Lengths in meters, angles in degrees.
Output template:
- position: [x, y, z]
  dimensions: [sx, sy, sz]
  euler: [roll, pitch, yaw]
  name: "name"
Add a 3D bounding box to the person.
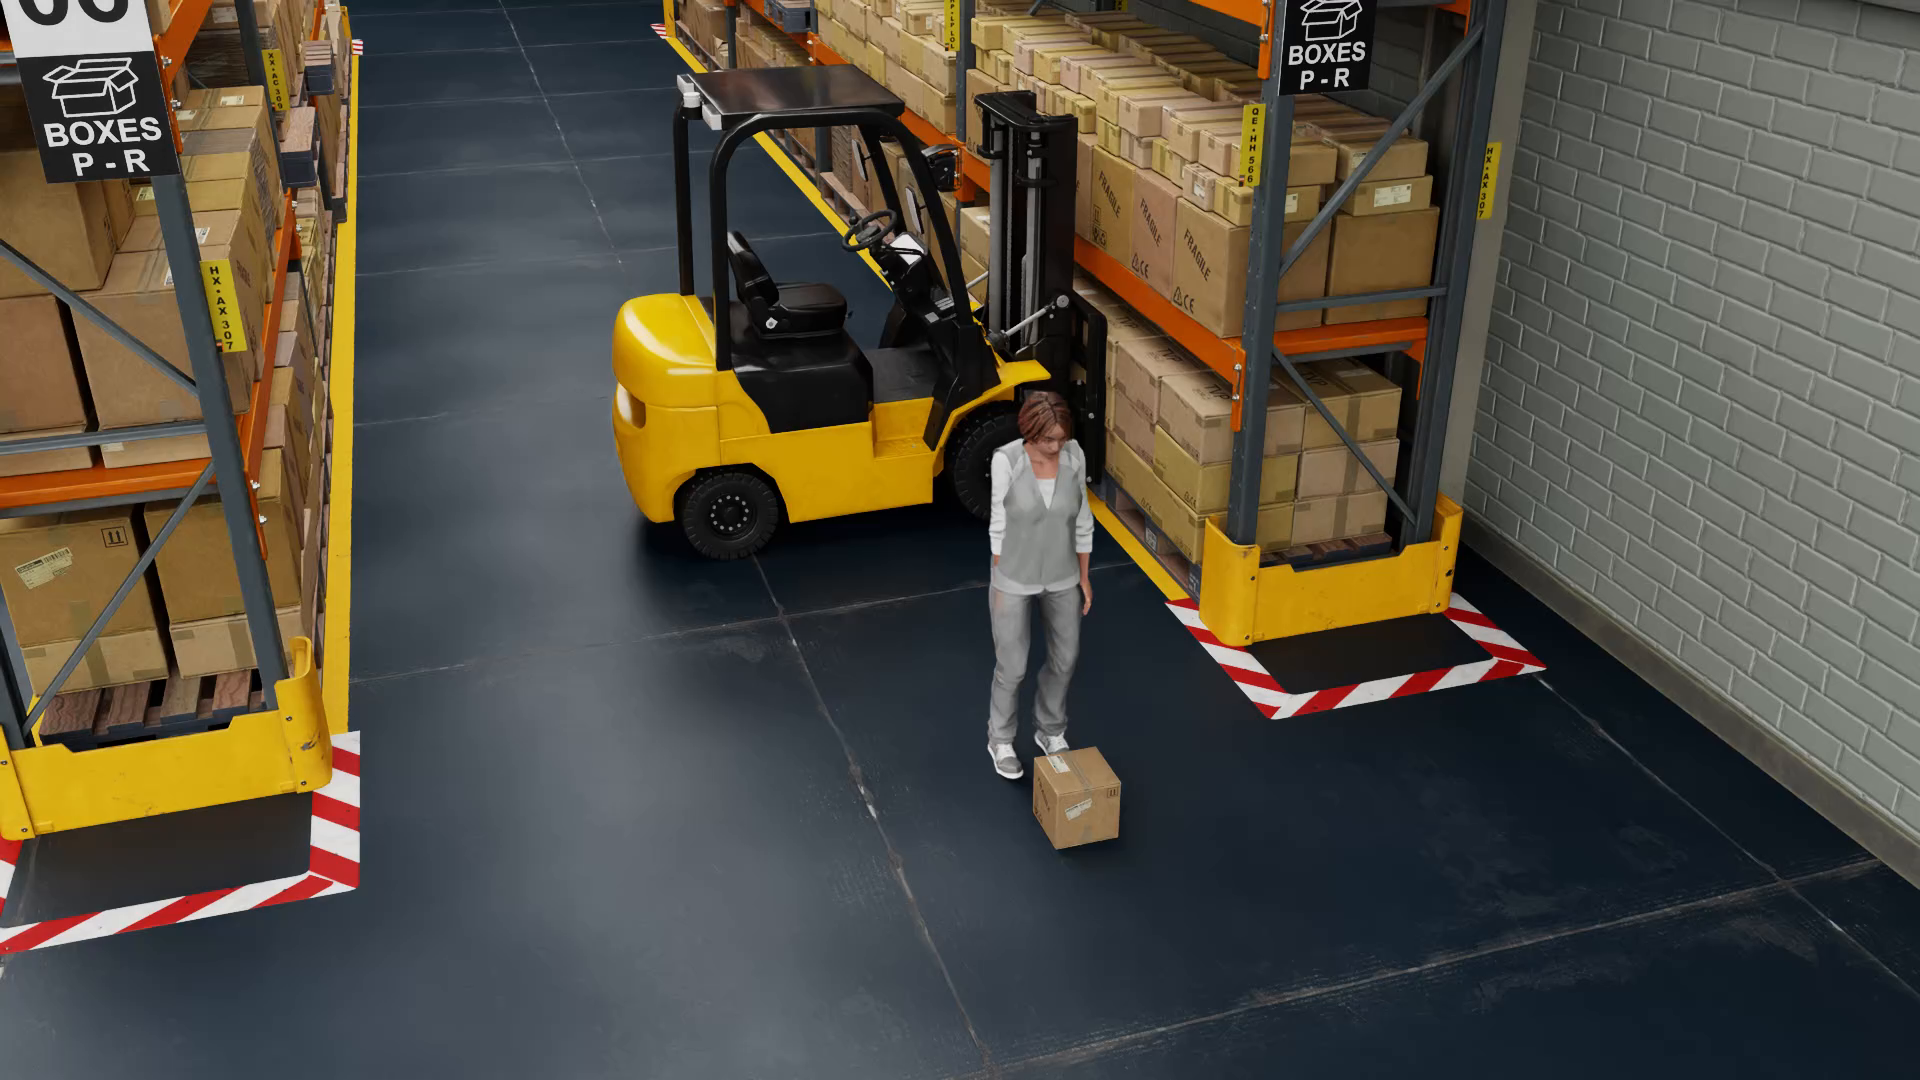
- position: [0.305, 0.162, 6.324]
  dimensions: [0.410, 1.592, 0.308]
  euler: [-8, 28, -15]
  name: "person"
